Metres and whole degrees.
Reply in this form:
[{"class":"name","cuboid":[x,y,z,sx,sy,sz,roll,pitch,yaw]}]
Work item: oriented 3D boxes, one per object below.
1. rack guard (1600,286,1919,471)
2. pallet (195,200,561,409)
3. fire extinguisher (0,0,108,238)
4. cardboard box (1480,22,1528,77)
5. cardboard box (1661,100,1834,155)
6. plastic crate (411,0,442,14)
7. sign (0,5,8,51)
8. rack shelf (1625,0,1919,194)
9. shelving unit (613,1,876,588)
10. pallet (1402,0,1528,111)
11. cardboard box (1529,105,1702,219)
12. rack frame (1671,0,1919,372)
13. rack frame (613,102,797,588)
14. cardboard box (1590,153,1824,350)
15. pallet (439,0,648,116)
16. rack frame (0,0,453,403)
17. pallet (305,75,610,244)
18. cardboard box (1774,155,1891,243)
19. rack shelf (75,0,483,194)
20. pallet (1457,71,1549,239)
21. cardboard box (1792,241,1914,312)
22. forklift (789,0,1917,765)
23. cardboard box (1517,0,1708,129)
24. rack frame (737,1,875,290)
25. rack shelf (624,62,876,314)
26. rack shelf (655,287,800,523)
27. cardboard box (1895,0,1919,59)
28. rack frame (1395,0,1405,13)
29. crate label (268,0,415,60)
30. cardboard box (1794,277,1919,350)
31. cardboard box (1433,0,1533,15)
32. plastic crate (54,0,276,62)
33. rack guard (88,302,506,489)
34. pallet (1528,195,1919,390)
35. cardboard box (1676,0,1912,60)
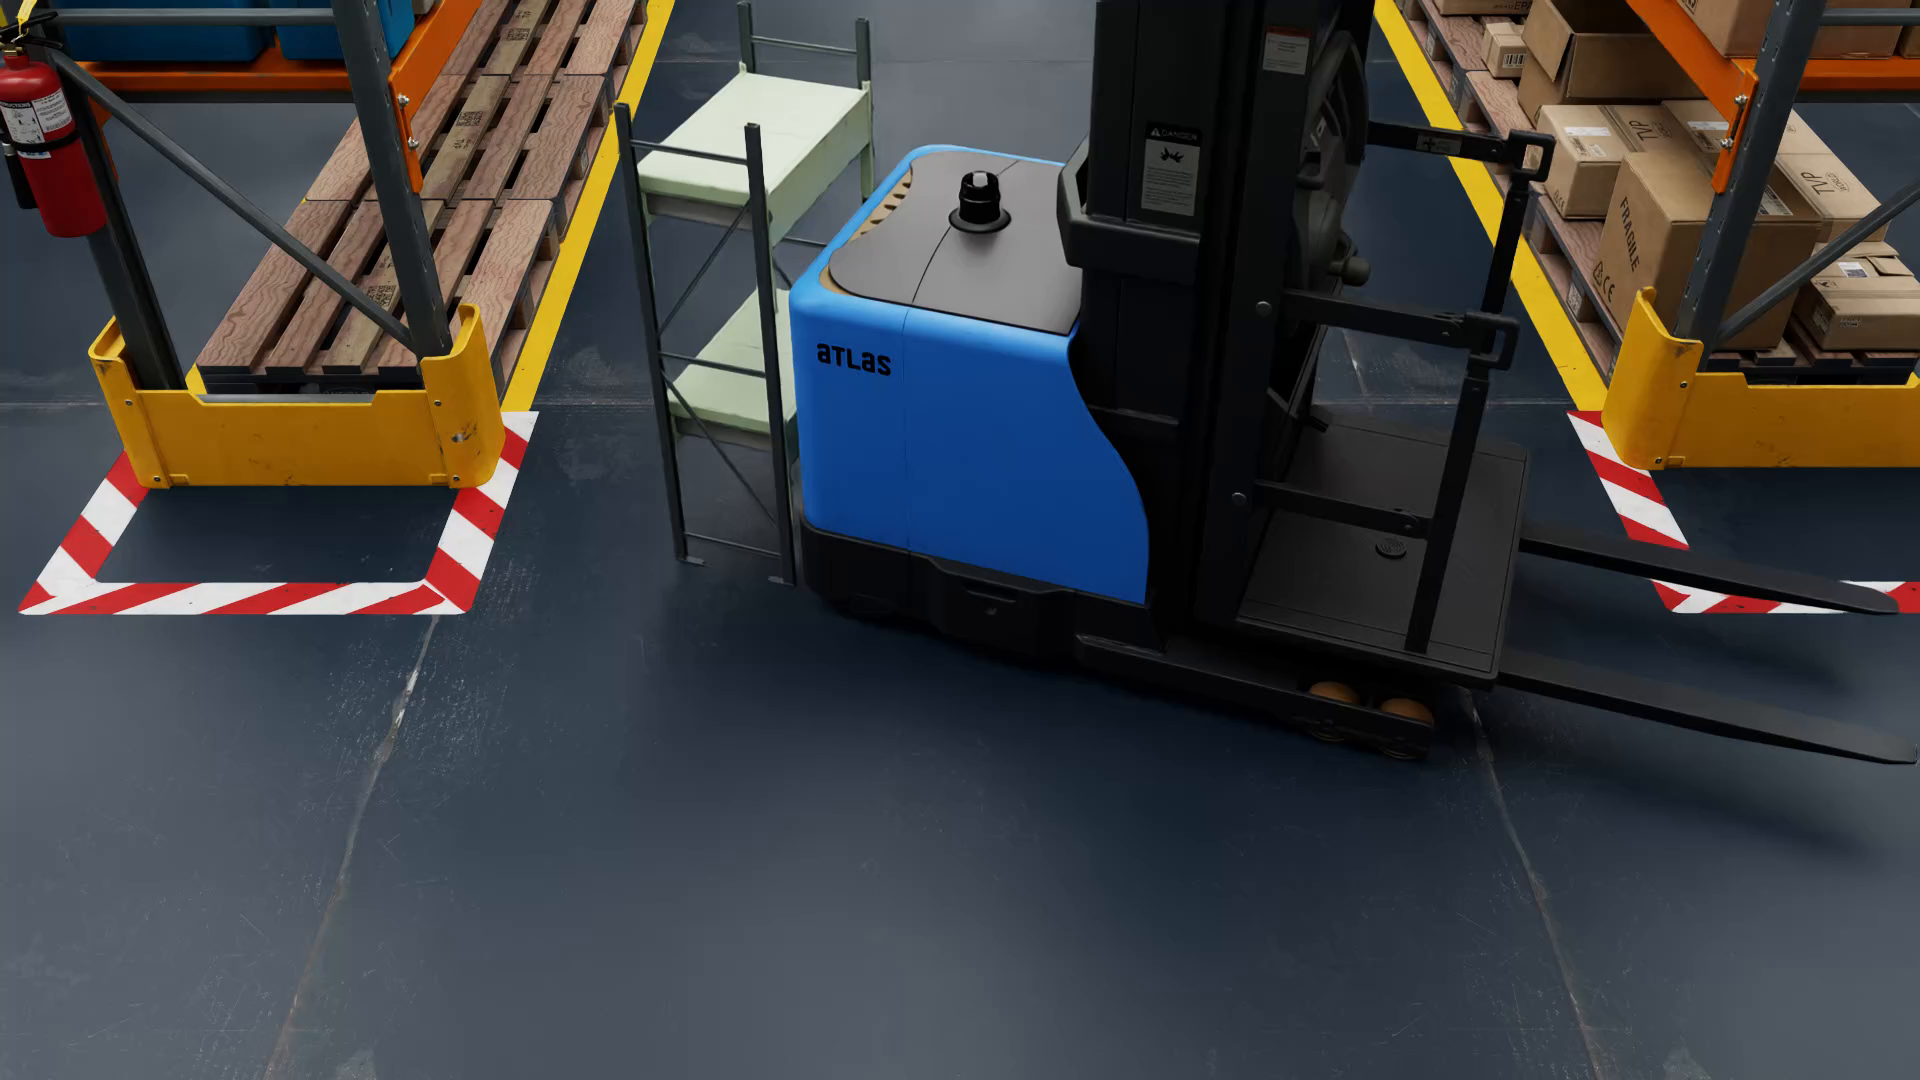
[{"class":"rack guard","cuboid":[2.804,-0.536,5.519,1.175,0.500,0.348,0,39,0]},{"class":"pallet","cuboid":[-2.111,-0.890,6.192,1.003,0.211,1.213,0,39,0]},{"class":"fire extinguisher","cuboid":[-2.603,-1.192,4.699,0.296,0.674,0.183,0,39,0]},{"class":"cardboard box","cuboid":[2.595,-2.227,7.545,0.380,0.166,0.250,0,39,0]},{"class":"cardboard box","cuboid":[3.086,-1.528,6.605,0.500,0.250,0.500,0,39,0]},{"class":"plastic crate","cuboid":[-1.738,-1.738,5.183,0.250,0.136,0.298,0,39,0]},{"class":"sign","cuboid":[-2.699,-1.515,4.612,0.100,0.325,0.005,0,39,0]},{"class":"rack shelf","cuboid":[2.802,-2.434,6.463,1.077,0.370,4.000,0,39,0]},{"class":"shelving unit","cuboid":[-0.569,-0.703,4.928,0.431,1.500,0.755,12,40,15]},{"class":"pallet","cuboid":[2.799,-2.447,8.135,1.003,0.211,1.213,0,39,0]},{"class":"cardboard box","cuboid":[2.586,-1.496,6.565,0.500,0.250,0.500,0,39,0]},{"class":"rack frame","cuboid":[2.804,-1.464,4.678,1.000,3.000,0.127,0,39,0]},{"class":"rack frame","cuboid":[-0.691,-0.487,4.658,0.400,1.500,0.023,12,40,15]},{"class":"cardboard box","cuboid":[2.557,-1.000,5.746,0.500,0.500,0.500,0,39,0]},{"class":"pallet","cuboid":[-2.114,-2.416,8.096,1.003,0.211,1.213,0,39,0]},{"class":"rack frame","cuboid":[-2.149,-1.462,4.676,1.000,3.000,0.127,0,39,0]},{"class":"pallet","cuboid":[-2.110,-1.651,7.141,1.003,0.211,1.213,0,39,0]},{"class":"cardboard box","cuboid":[3.087,-1.215,6.215,0.500,0.250,0.500,0,39,0]},{"class":"rack shelf","cuboid":[-2.152,-2.432,6.462,1.077,0.370,4.000,0,39,0]},{"class":"pallet","cuboid":[2.804,-1.682,7.181,1.003,0.211,1.213,0,39,0]},{"class":"cardboard box","cuboid":[3.147,-0.948,5.948,0.380,0.166,0.250,0,39,0]},{"class":"forklift","cuboid":[1.103,-0.927,4.063,3.031,2.935,1.130,13,40,15]},{"class":"cardboard box","cuboid":[2.807,-1.988,6.976,0.797,0.503,0.637,0,39,0]},{"class":"rack frame","cuboid":[-0.448,-0.919,5.197,0.400,1.500,0.023,12,40,15]},{"class":"rack shelf","cuboid":[-0.569,-1.007,4.684,0.431,0.370,0.720,12,40,15]},{"class":"rack shelf","cuboid":[-0.569,-0.448,5.132,0.431,0.370,0.720,12,40,15]},{"class":"cardboard box","cuboid":[3.067,-1.780,4.993,0.500,0.500,0.500,1,39,1]},{"class":"rack frame","cuboid":[2.800,-3.965,7.799,1.000,3.000,0.127,0,39,0]},{"class":"crate label","cuboid":[-1.820,-1.575,4.903,0.416,0.233,0.303,0,39,0]},{"class":"cardboard box","cuboid":[3.147,-0.785,5.759,0.380,0.149,0.250,0,39,0]},{"class":"cardboard box","cuboid":[2.584,-2.825,8.175,0.500,0.311,0.500,0,39,0]},{"class":"plastic crate","cuboid":[-2.336,-1.709,4.907,0.616,0.435,0.499,0,39,0]},{"class":"rack guard","cuboid":[-2.136,-0.472,5.439,1.175,0.500,0.348,0,39,0]},{"class":"pallet","cuboid":[2.802,-0.921,6.231,1.003,0.211,1.213,0,39,0]},{"class":"cardboard box","cuboid":[2.531,-1.782,4.996,0.500,0.500,0.500,1,39,1]}]
